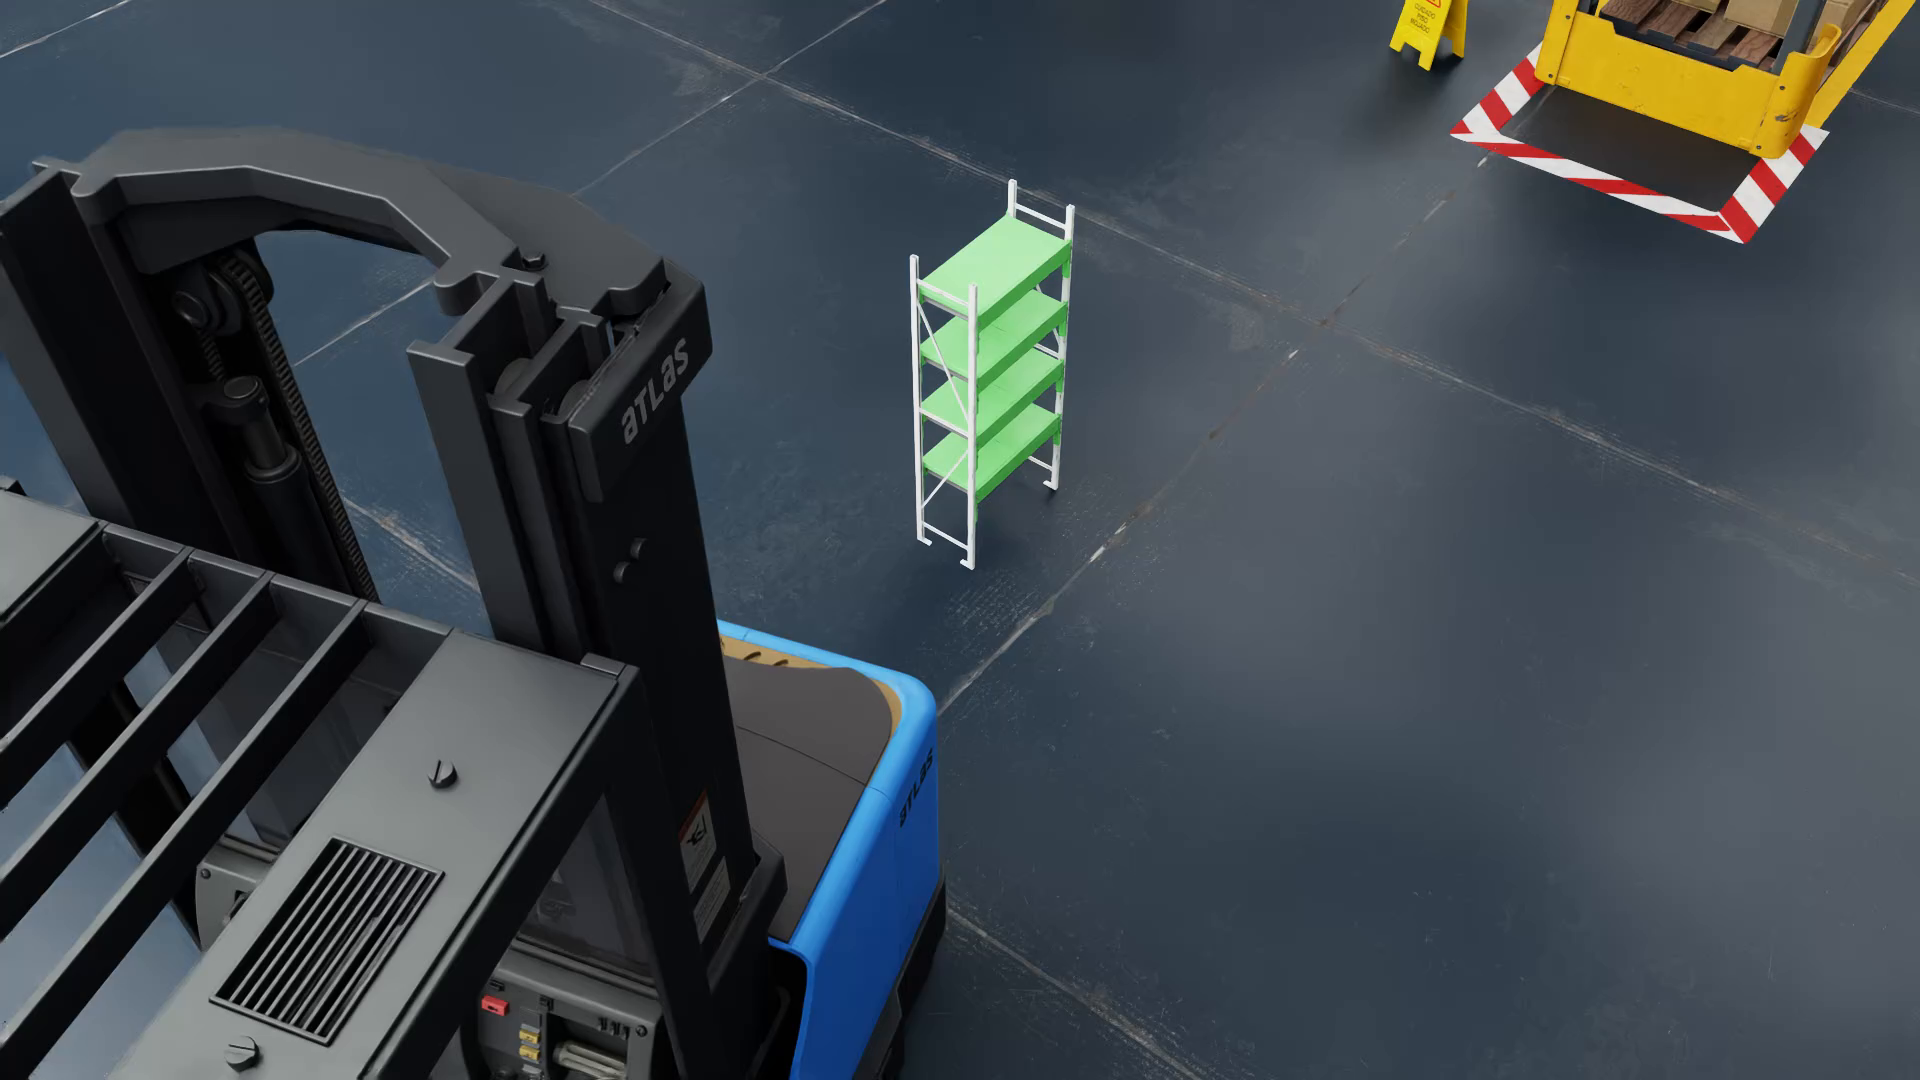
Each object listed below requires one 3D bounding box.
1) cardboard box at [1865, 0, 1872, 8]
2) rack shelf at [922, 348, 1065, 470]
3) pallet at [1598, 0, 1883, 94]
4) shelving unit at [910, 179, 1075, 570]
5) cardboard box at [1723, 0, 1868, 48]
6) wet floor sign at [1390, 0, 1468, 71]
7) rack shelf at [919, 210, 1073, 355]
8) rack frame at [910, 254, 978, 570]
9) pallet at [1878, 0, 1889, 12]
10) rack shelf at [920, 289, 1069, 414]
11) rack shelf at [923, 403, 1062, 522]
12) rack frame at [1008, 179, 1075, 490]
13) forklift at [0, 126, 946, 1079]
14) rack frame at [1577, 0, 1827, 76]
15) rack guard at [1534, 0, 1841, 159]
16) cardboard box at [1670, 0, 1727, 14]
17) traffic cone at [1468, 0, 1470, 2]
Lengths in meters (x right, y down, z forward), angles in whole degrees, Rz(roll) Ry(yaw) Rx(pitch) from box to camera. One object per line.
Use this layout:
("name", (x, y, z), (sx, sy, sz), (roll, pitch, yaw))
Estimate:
("cardboard box", (4.234, -2.840, 7.999), (0.500, 0.250, 0.500), (31, 54, 26))
("rack shelf", (0.101, -0.465, 5.453), (0.258, 0.148, 0.480), (29, 53, 25))
("pallet", (3.775, -2.546, 8.036), (1.003, 0.211, 1.213), (29, 53, 25))
("shelving unit", (0.101, -0.509, 5.407), (0.258, 1.200, 0.503), (29, 53, 25))
("cardboard box", (3.916, -2.551, 7.723), (0.500, 0.250, 0.500), (29, 53, 25))
("wet floor sign", (2.241, -2.567, 7.756), (0.232, 0.644, 0.267), (-25, 51, -22))
("rack shelf", (0.101, -0.797, 5.106), (0.258, 0.148, 0.480), (29, 53, 25))
("rack frame", (-0.048, -0.370, 5.273), (0.240, 1.200, 0.015), (29, 53, 25))
("pallet", (4.521, -3.241, 8.700), (1.003, 0.211, 1.213), (29, 53, 25))
("rack shelf", (0.101, -0.631, 5.279), (0.258, 0.148, 0.480), (29, 53, 25))
("rack shelf", (0.101, -0.299, 5.626), (0.258, 0.148, 0.480), (29, 53, 25))
("rack frame", (0.250, -0.649, 5.540), (0.240, 1.200, 0.015), (29, 53, 25))
("forklift", (-1.027, 0.946, 2.819), (1.130, 2.935, 3.031), (15, 48, 14))
("rack frame", (3.204, -3.016, 6.557), (1.000, 3.000, 0.127), (29, 53, 25))
("rack guard", (3.250, -2.196, 7.502), (1.175, 0.500, 0.348), (29, 53, 25))
("cardboard box", (3.500, -2.807, 7.968), (0.500, 0.250, 0.500), (29, 53, 25))
("traffic cone", (2.446, -2.956, 8.254), (0.336, 0.463, 0.334), (29, 53, 25))
